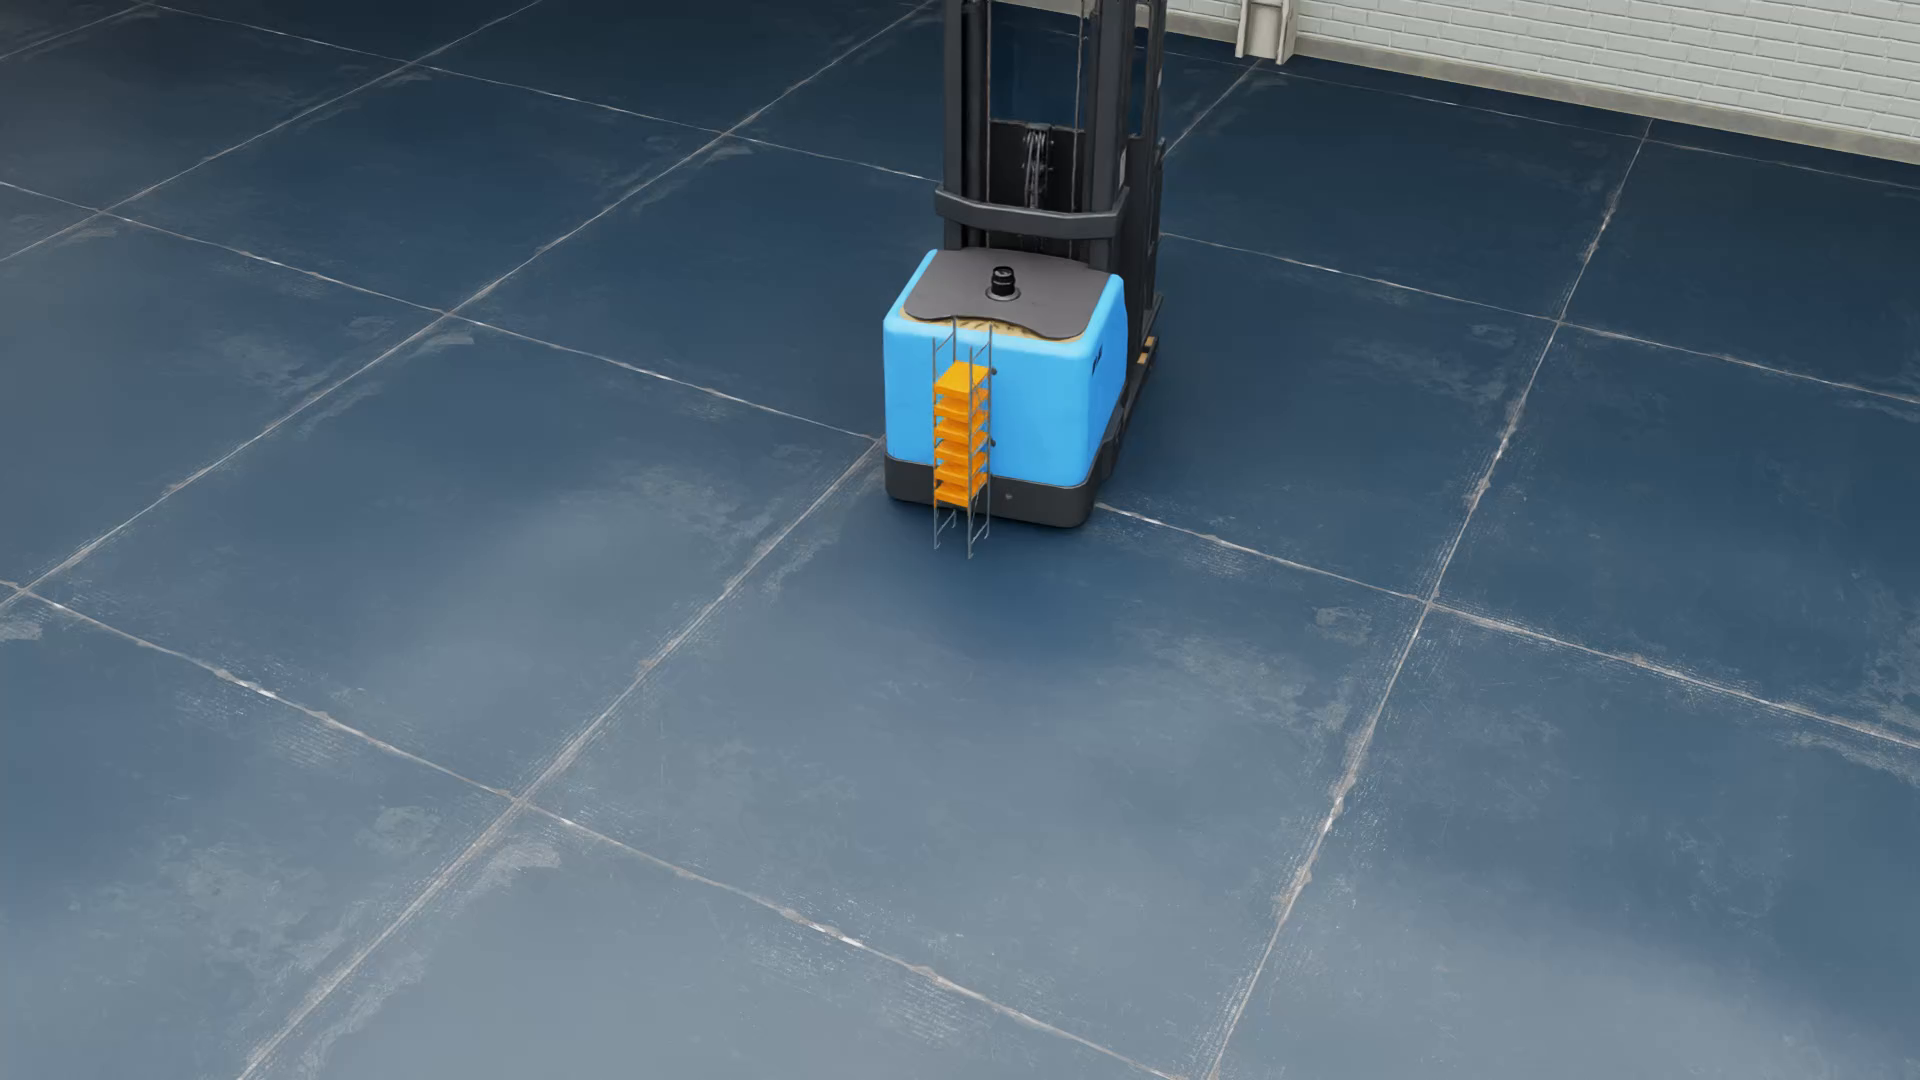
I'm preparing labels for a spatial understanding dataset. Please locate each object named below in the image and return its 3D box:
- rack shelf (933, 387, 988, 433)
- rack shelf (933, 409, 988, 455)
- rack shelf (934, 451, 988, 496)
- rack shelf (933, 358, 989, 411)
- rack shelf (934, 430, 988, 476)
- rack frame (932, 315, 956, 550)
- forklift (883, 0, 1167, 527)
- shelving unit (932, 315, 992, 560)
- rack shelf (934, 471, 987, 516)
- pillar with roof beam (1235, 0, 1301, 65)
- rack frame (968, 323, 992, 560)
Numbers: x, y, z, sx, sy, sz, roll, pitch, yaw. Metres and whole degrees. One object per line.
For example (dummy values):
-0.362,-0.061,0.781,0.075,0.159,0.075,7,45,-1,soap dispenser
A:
0.011,-0.625,7.776,0.180,0.103,0.258,16,40,20,rack shelf
0.011,-0.529,7.849,0.180,0.103,0.258,16,40,20,rack shelf
0.010,-0.338,7.994,0.180,0.103,0.258,16,40,20,rack shelf
0.011,-0.720,7.704,0.180,0.103,0.258,16,40,20,rack shelf
0.011,-0.434,7.922,0.180,0.103,0.258,16,40,20,rack shelf
-0.072,-0.492,7.925,0.006,1.200,0.240,16,40,20,rack frame
0.519,-2.123,8.643,1.130,2.935,3.031,10,38,13,forklift
0.011,-0.469,7.895,0.189,1.200,0.258,16,40,20,shelving unit
0.010,-0.242,8.067,0.180,0.103,0.258,16,40,20,rack shelf
0.483,-5.199,7.676,0.400,9.000,9.100,17,41,21,pillar with roof beam
0.093,-0.445,7.864,0.006,1.200,0.240,16,40,20,rack frame
